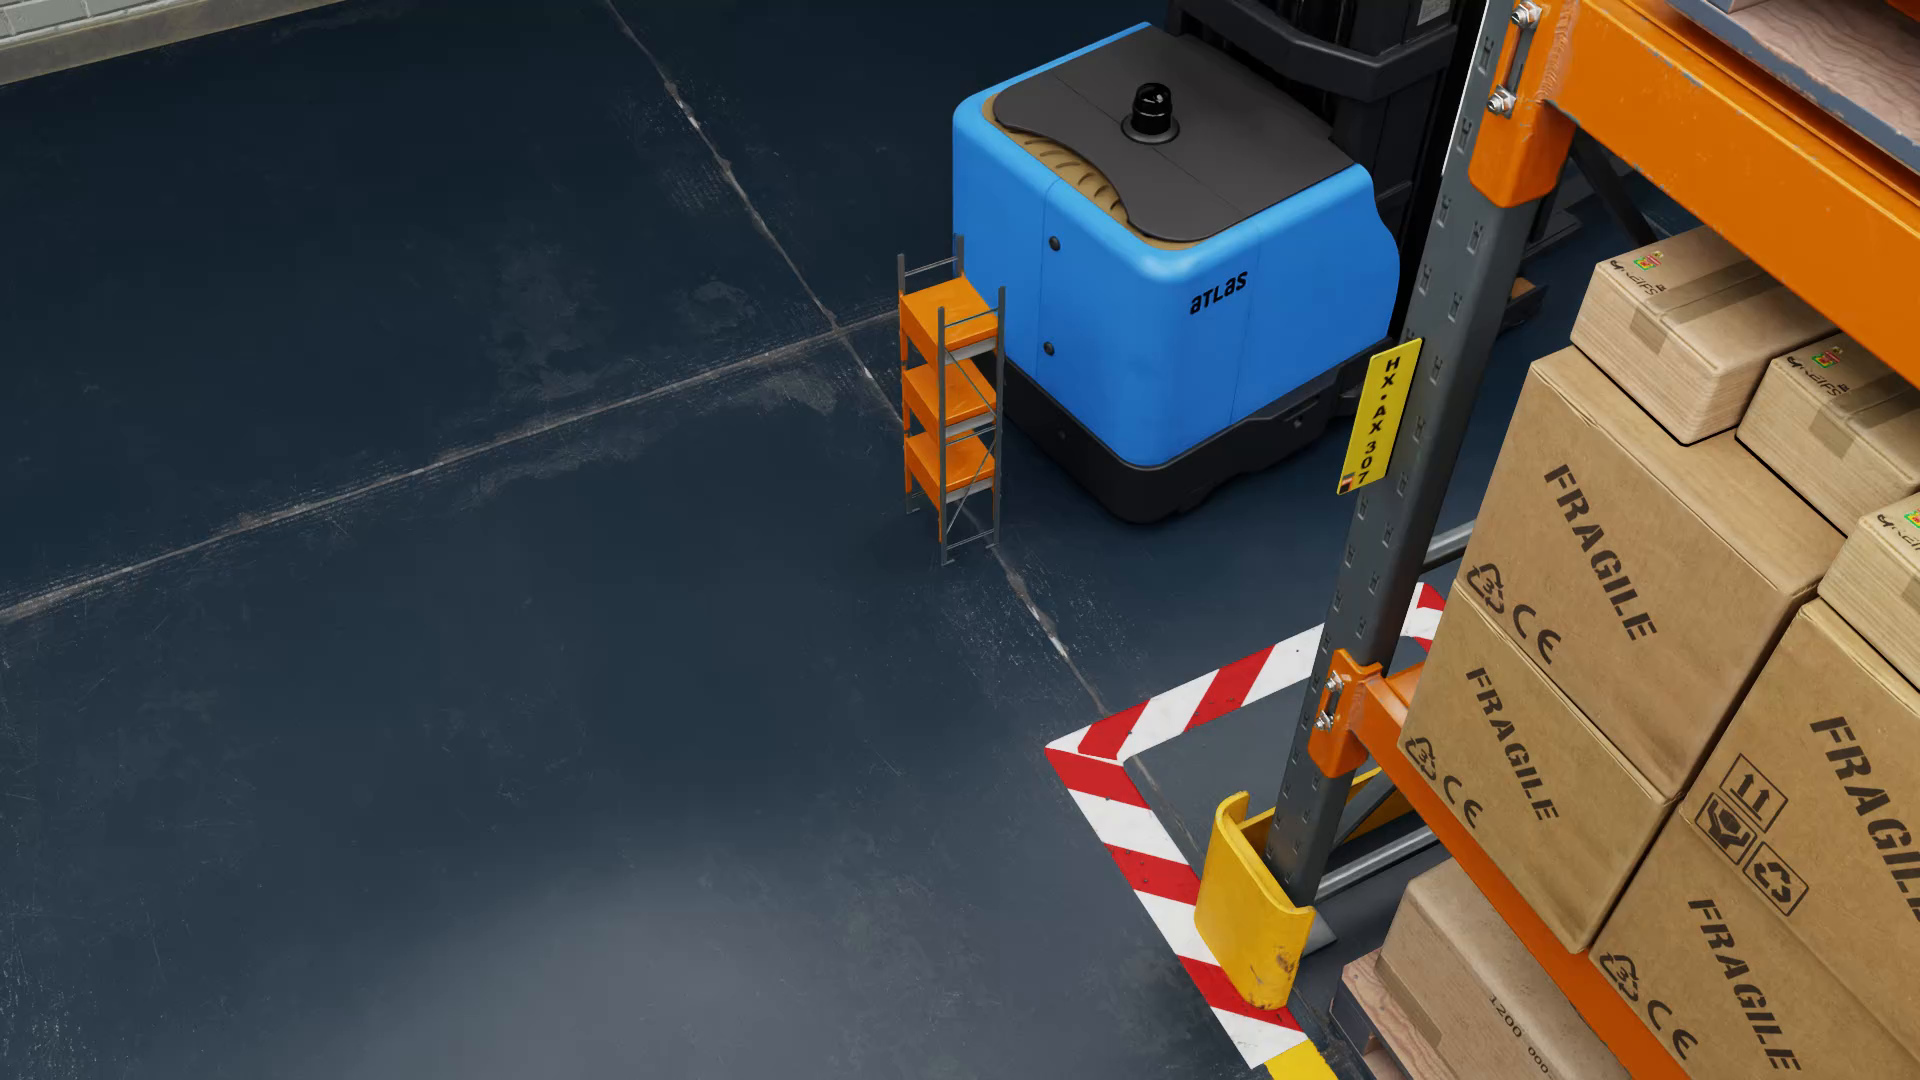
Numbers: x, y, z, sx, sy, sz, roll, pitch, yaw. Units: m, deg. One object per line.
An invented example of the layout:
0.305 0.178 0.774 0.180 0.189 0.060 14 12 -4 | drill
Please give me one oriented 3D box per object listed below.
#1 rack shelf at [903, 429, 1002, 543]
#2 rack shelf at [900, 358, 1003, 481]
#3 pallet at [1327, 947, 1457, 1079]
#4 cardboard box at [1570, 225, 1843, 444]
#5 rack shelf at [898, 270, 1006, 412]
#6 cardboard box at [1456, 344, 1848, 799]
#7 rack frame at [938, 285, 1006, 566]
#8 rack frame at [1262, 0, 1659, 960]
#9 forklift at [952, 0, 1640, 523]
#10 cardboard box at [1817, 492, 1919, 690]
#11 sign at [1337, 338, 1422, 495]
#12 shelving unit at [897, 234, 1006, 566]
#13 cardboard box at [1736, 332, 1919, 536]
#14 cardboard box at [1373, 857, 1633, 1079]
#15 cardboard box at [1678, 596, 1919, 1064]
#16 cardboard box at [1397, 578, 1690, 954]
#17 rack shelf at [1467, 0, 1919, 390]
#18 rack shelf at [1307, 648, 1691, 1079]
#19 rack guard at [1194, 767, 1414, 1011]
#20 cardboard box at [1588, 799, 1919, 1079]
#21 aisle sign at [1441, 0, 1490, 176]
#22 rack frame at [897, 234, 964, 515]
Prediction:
-0.024 -0.191 5.103 0.215 0.259 0.240 -21 52 -18 | rack shelf
-0.024 -0.374 4.894 0.215 0.259 0.240 -21 52 -18 | rack shelf
1.637 1.347 3.932 1.003 0.211 1.213 -21 52 -18 | pallet
1.118 -0.322 2.377 0.380 0.149 0.250 -20 52 -17 | cardboard box
-0.024 -0.561 4.681 0.215 0.259 0.240 -21 52 -18 | rack shelf
1.168 -0.022 2.546 0.500 0.500 0.500 -22 52 -18 | cardboard box
0.031 -0.300 4.815 0.200 1.050 0.008 -21 52 -18 | rack frame
1.202 -0.080 3.327 1.000 3.000 0.127 -21 52 -18 | rack frame
1.448 -1.934 4.994 3.031 2.935 1.130 -29 55 -23 | forklift
1.318 0.042 2.059 0.380 0.149 0.250 -20 52 -16 | cardboard box
0.706 -0.203 2.807 0.100 0.325 0.005 -21 52 -18 | sign
-0.024 -0.381 4.886 0.215 1.050 0.252 -21 52 -18 | shelving unit
1.302 -0.171 2.245 0.380 0.149 0.250 -20 52 -17 | cardboard box
1.593 1.033 3.777 0.875 0.438 0.875 -23 53 -19 | cardboard box
1.411 0.321 2.246 0.500 0.500 0.500 -22 53 -18 | cardboard box
1.166 0.308 2.922 0.500 0.500 0.500 -22 52 -18 | cardboard box
2.117 0.508 1.298 1.077 0.370 4.000 -21 52 -18 | rack shelf
2.117 1.496 2.427 1.077 0.370 4.000 -21 52 -18 | rack shelf
1.191 0.727 4.282 1.175 0.500 0.348 -21 52 -18 | rack guard
1.423 0.637 2.634 0.500 0.500 0.500 -22 52 -18 | cardboard box
0.911 -0.884 2.303 0.394 0.787 0.004 -21 52 -18 | aisle sign
-0.080 -0.463 4.958 0.200 1.050 0.008 -21 52 -18 | rack frame
